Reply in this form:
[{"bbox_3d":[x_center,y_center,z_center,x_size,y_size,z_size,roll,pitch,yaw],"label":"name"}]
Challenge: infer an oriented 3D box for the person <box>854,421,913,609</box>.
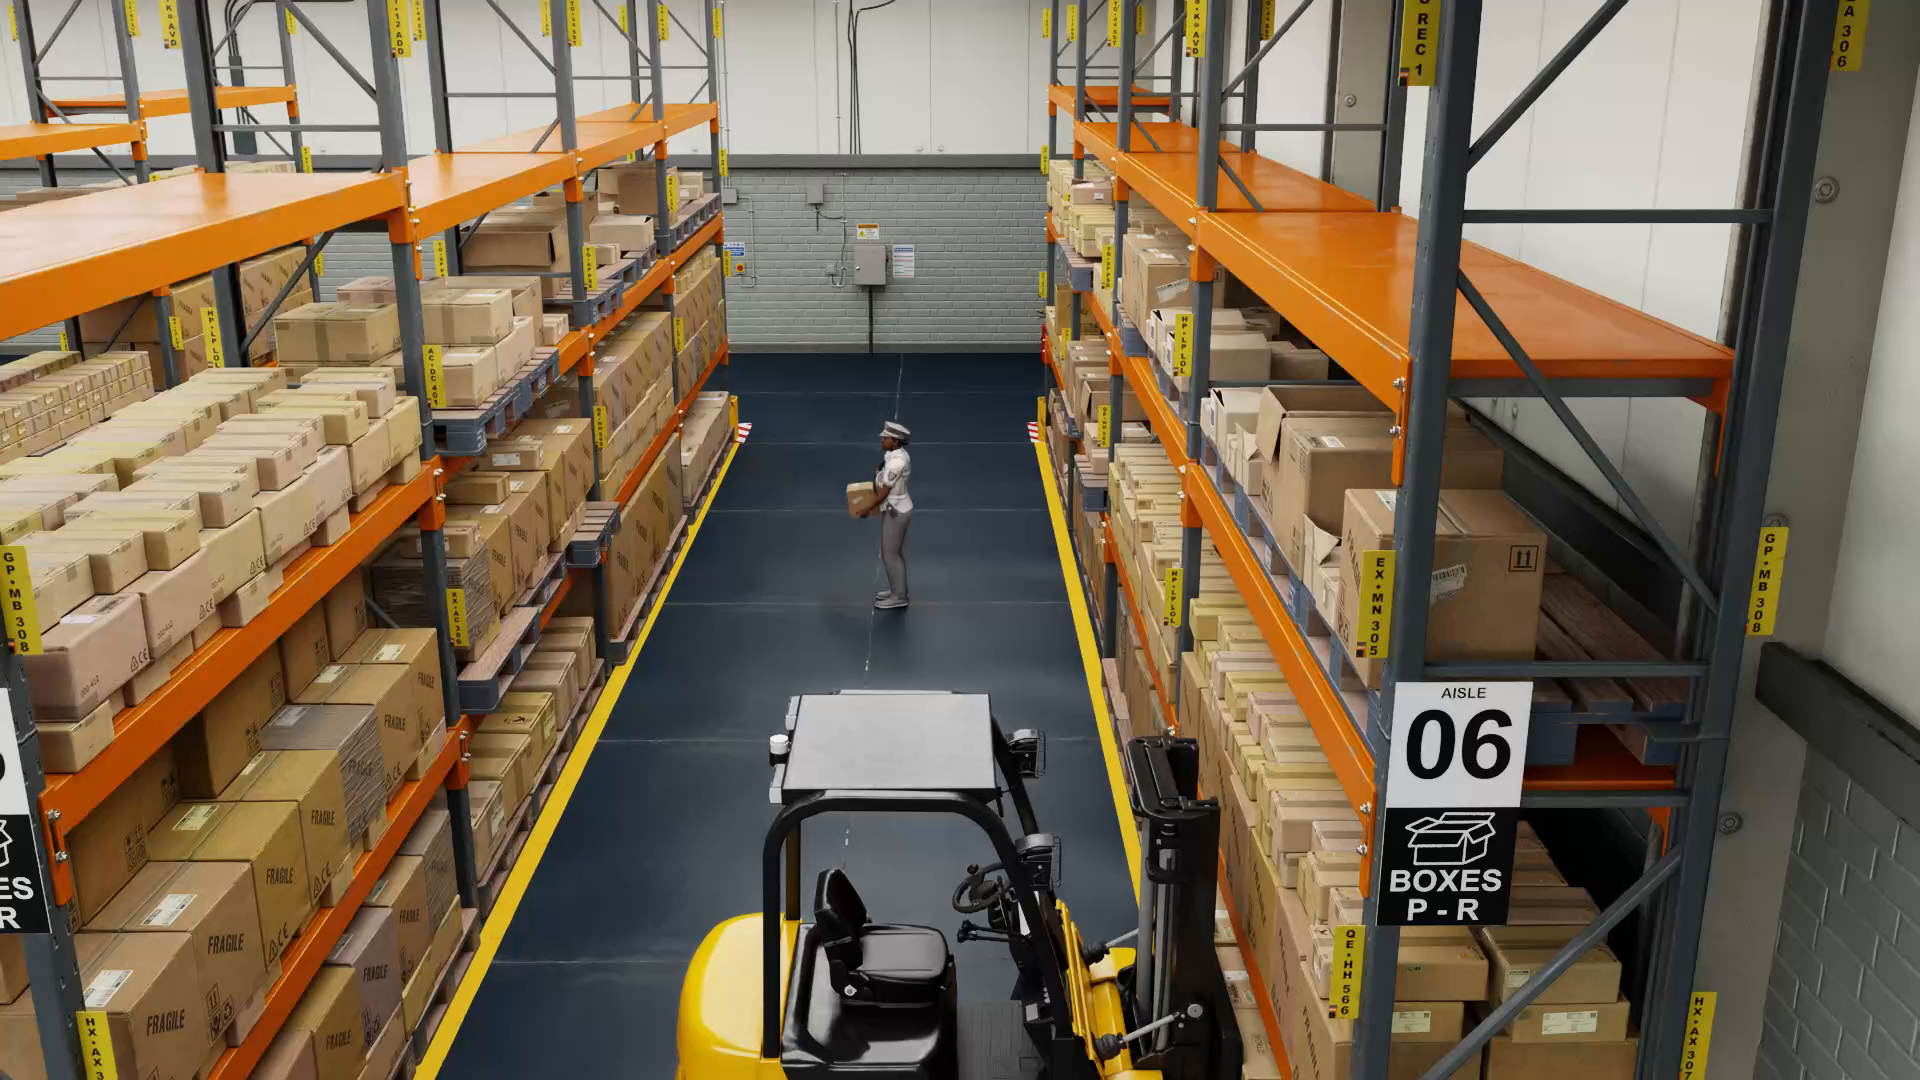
[{"bbox_3d":[-0.677,-0.236,14.796,0.520,1.692,0.435,0,17,0],"label":"person"}]
